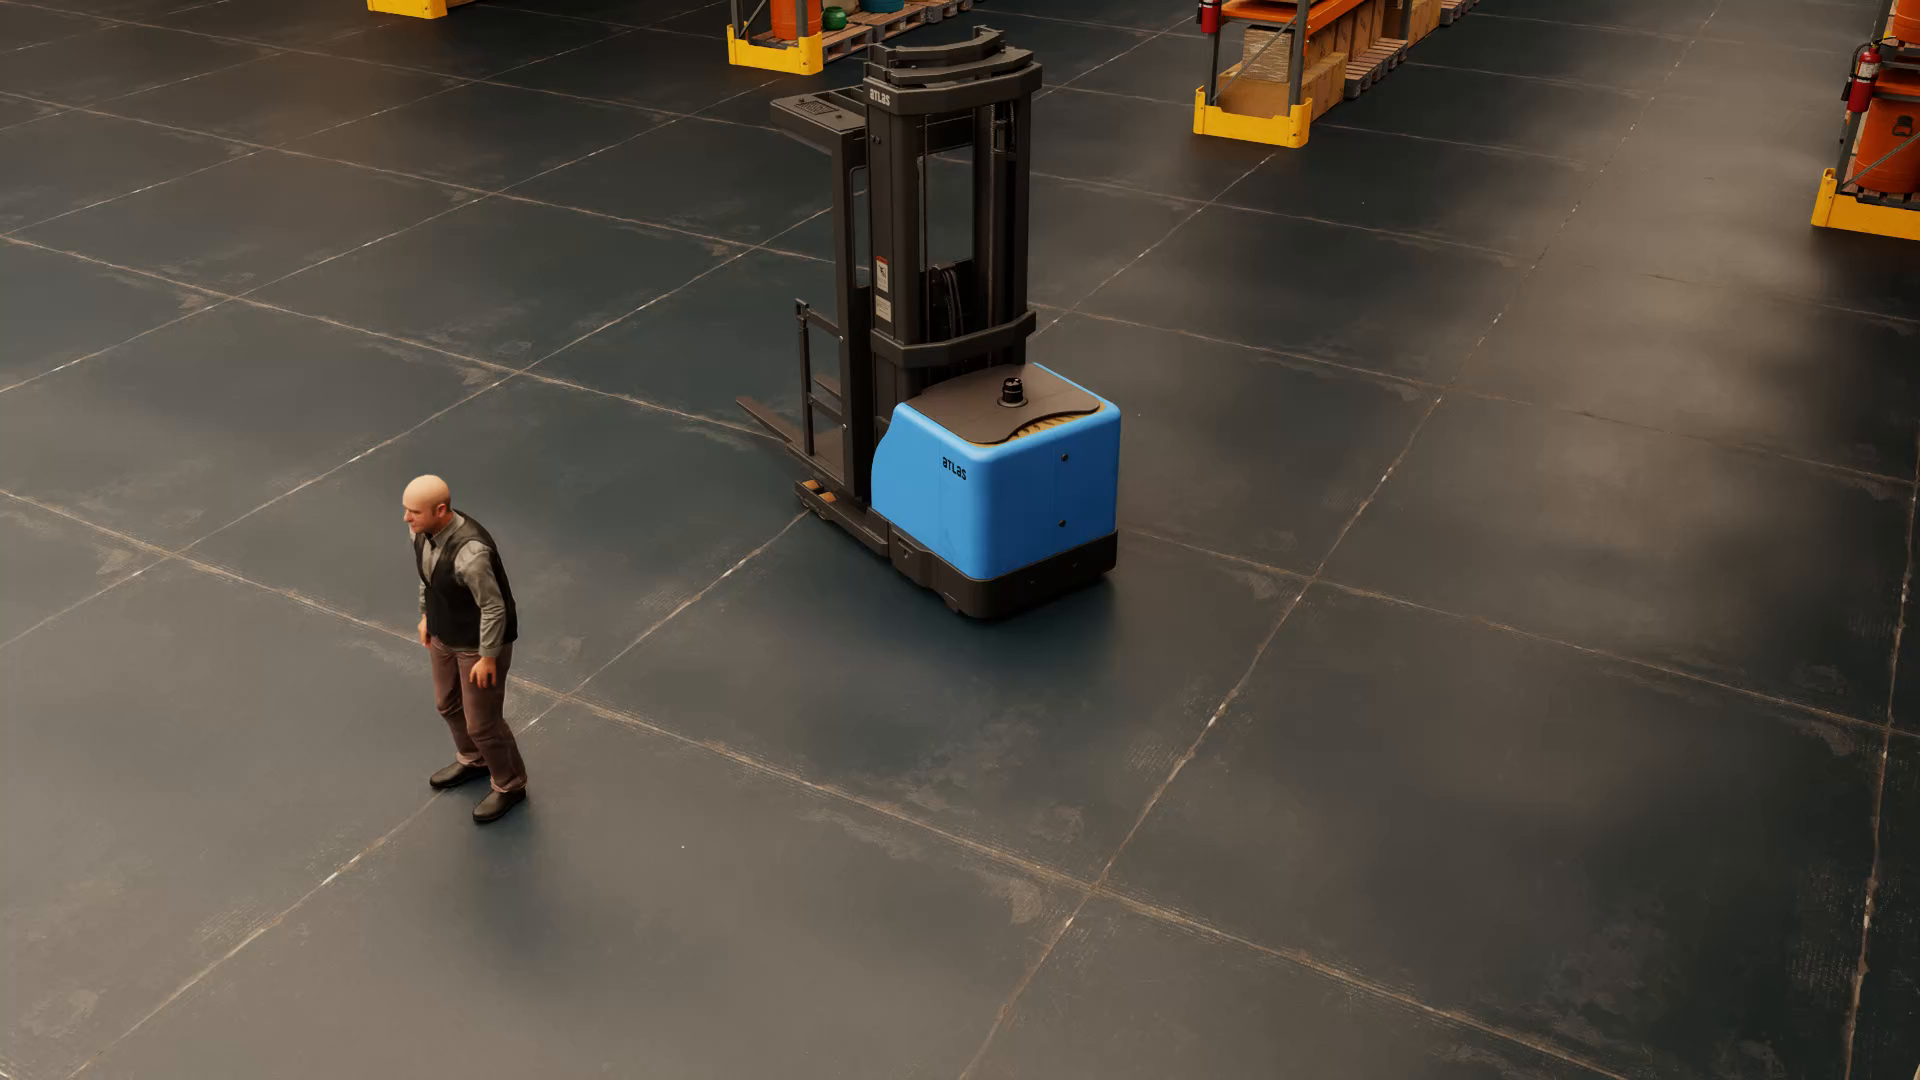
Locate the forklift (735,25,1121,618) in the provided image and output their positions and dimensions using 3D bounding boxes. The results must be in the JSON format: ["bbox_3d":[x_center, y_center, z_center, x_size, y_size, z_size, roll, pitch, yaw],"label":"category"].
[{"bbox_3d":[-0.366,-1.523,9.709,1.130,2.935,3.031,-20,35,-30],"label":"forklift"}]

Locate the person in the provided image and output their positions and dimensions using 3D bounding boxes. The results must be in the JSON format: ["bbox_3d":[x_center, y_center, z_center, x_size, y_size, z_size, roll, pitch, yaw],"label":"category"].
[{"bbox_3d":[-2.218,0.448,7.505,0.580,1.721,0.415,26,39,37],"label":"person"}]
